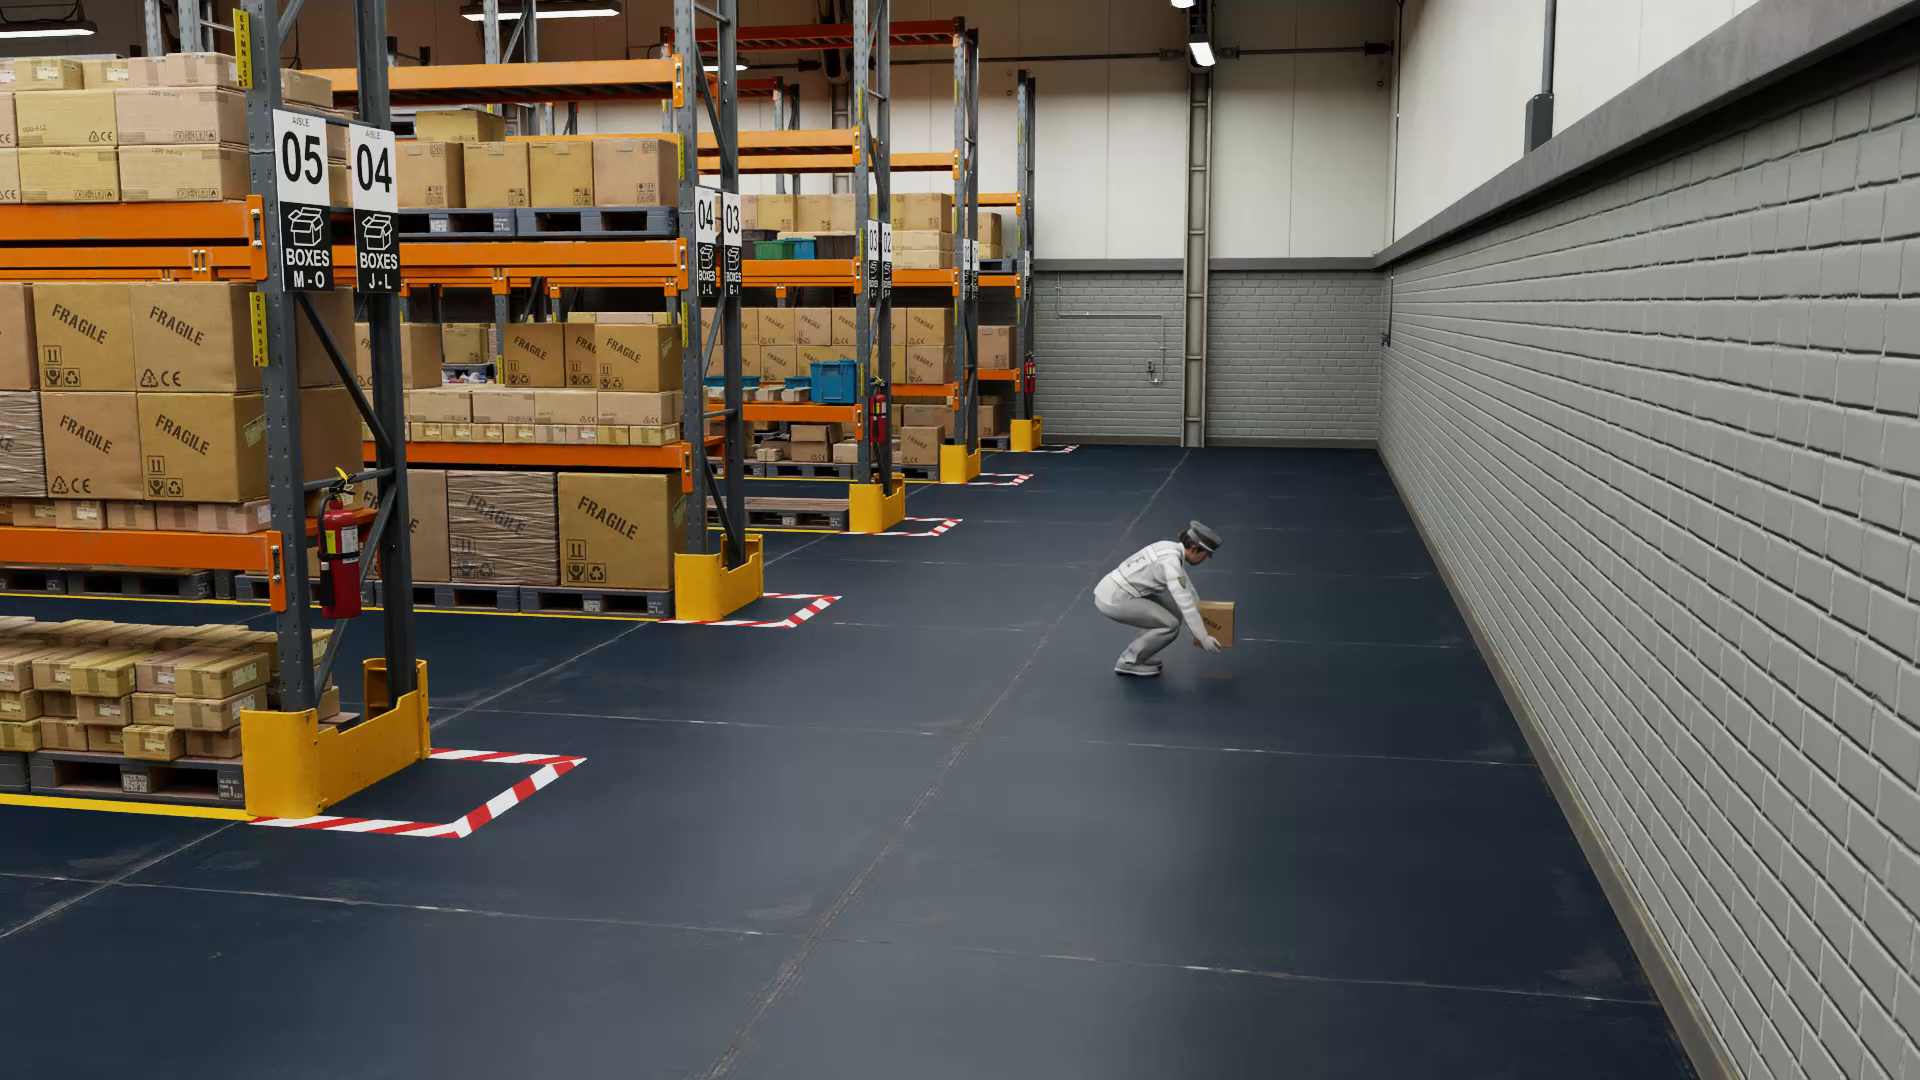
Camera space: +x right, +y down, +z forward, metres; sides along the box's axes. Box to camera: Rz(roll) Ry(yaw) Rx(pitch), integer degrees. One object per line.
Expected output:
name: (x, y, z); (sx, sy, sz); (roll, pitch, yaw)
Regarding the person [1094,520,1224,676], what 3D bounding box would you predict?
person: (1.277, 0.366, 10.695); (0.818, 0.983, 0.491); (2, 8, 11)
